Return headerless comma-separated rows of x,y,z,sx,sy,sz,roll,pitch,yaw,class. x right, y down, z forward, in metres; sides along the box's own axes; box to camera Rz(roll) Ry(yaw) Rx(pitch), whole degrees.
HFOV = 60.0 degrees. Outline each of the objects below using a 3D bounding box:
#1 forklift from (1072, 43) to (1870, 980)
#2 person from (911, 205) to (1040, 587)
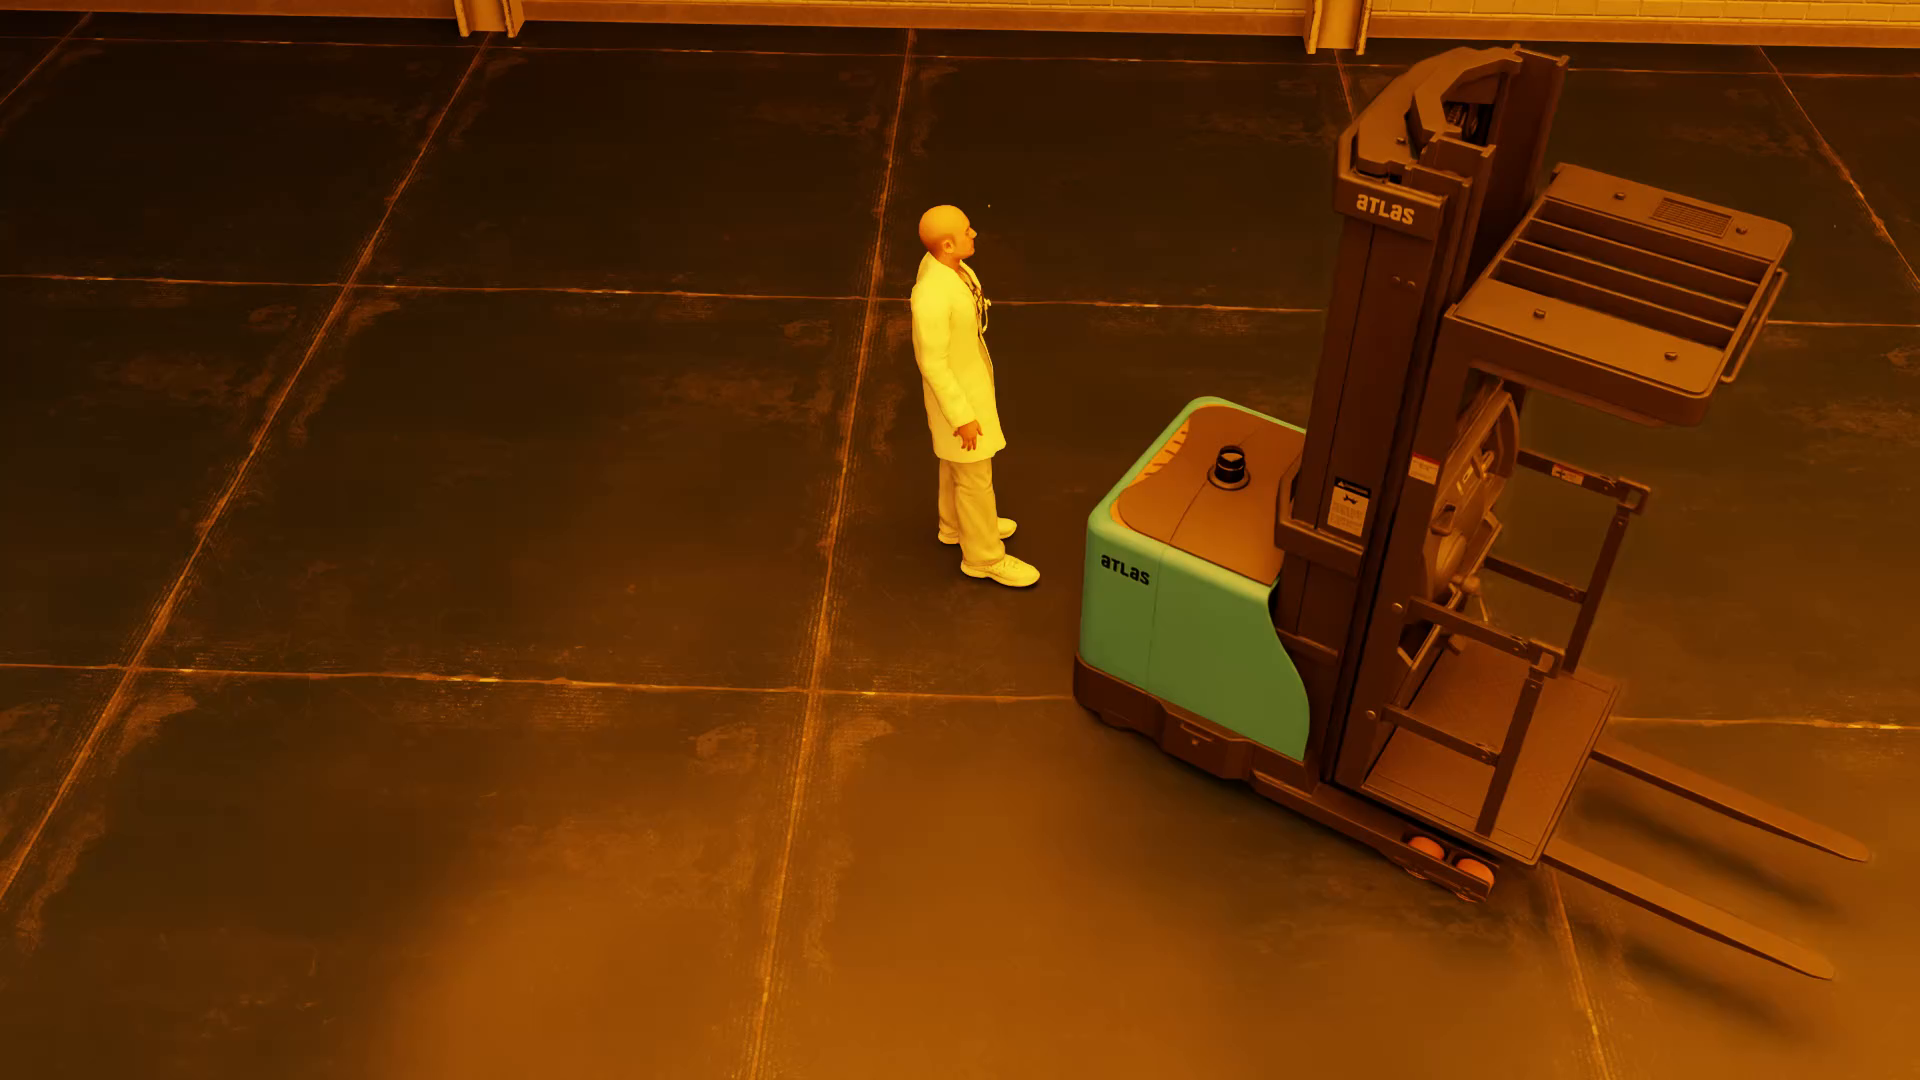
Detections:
1.995,-0.106,5.859,3.031,2.935,1.130,24,47,24,forklift
0.091,-0.657,7.306,0.578,1.778,0.698,2,42,2,person
